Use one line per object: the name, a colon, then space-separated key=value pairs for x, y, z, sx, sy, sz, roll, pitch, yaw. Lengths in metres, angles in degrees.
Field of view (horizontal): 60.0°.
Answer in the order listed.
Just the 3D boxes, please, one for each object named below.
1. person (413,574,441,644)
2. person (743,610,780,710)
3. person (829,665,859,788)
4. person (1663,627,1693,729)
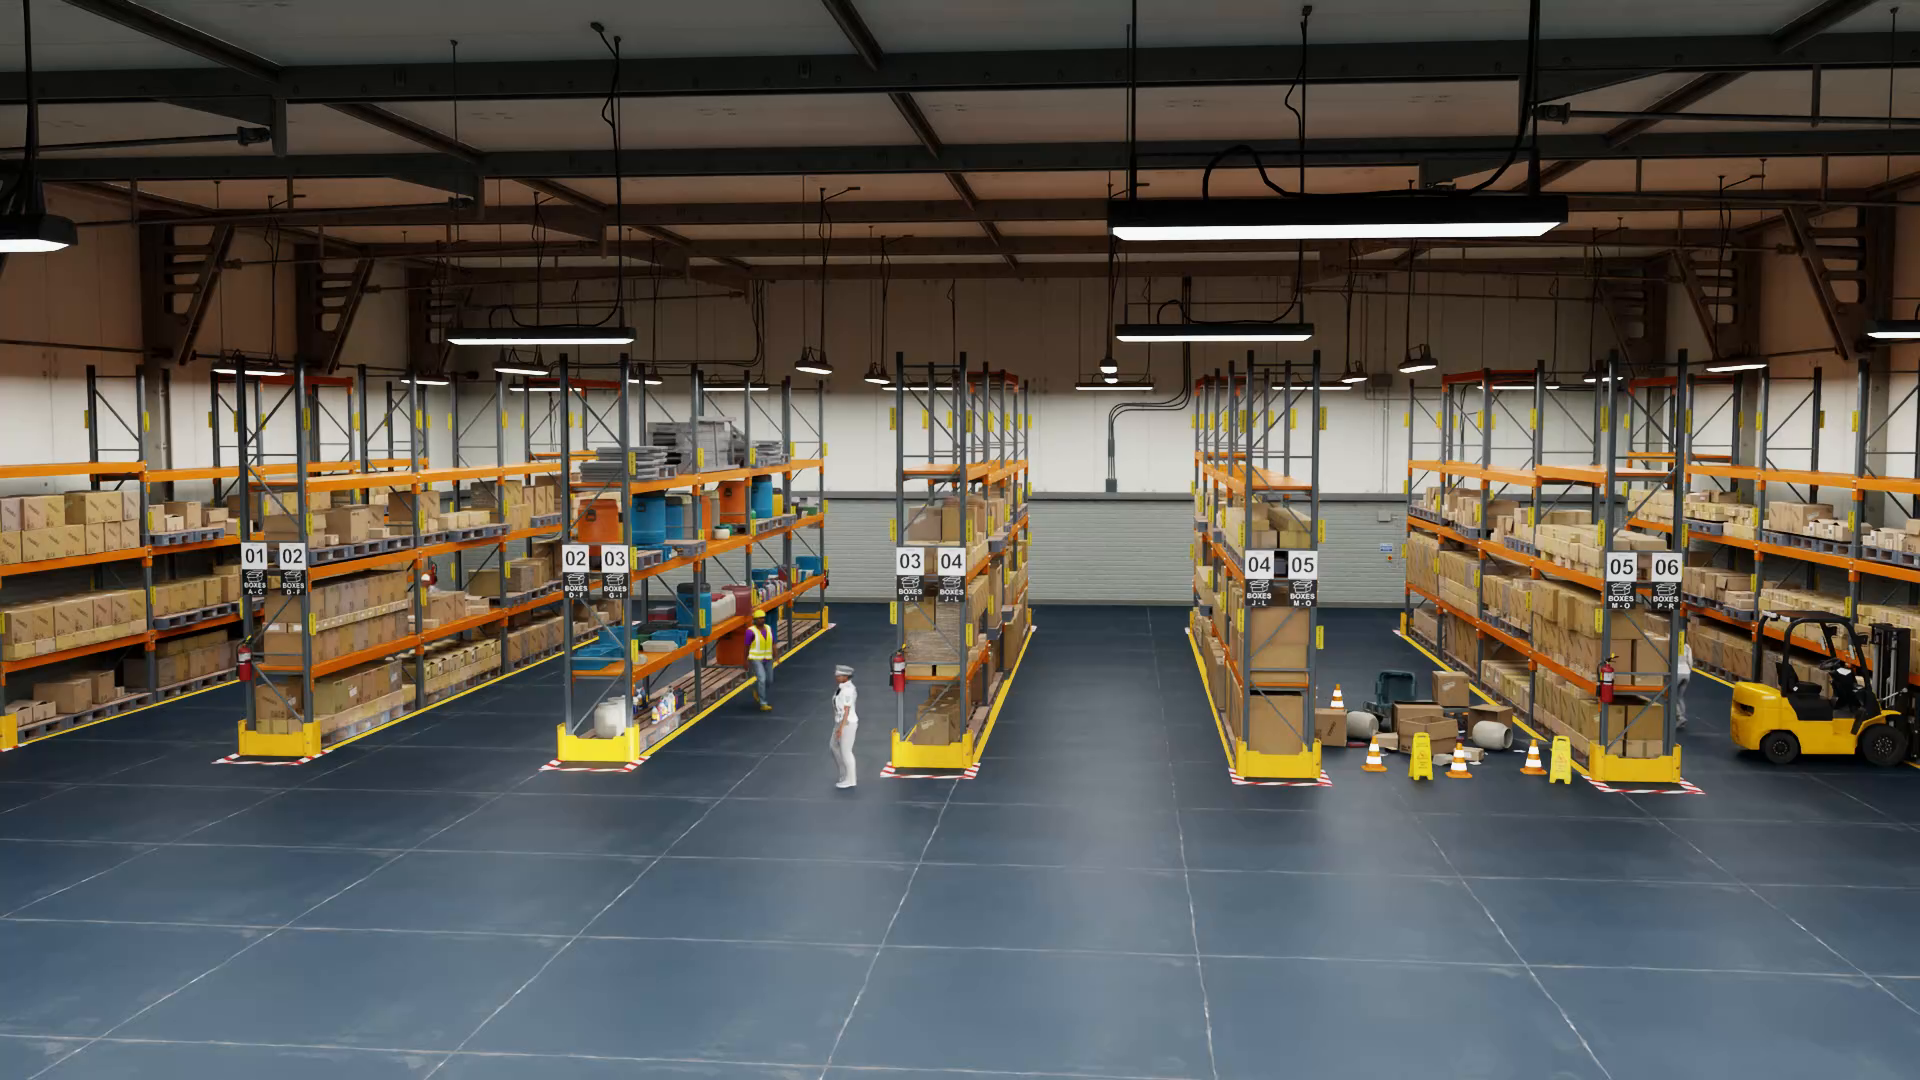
person: x=-11.633 y=1.573 z=36.446 sx=0.616 sy=1.682 sz=0.724 roll=1 pitch=4 yaw=16
person: x=-3.486 y=2.070 z=28.914 sx=0.601 sy=1.737 sz=0.849 roll=-3 pitch=5 yaw=-37
person: x=-1.585 y=2.579 z=22.764 sx=0.387 sy=1.753 sz=0.514 roll=-1 pitch=4 yaw=-10
person: x=11.761 y=2.255 z=27.168 sx=0.553 sy=1.652 sz=0.569 roll=-1 pitch=4 yaw=-18
